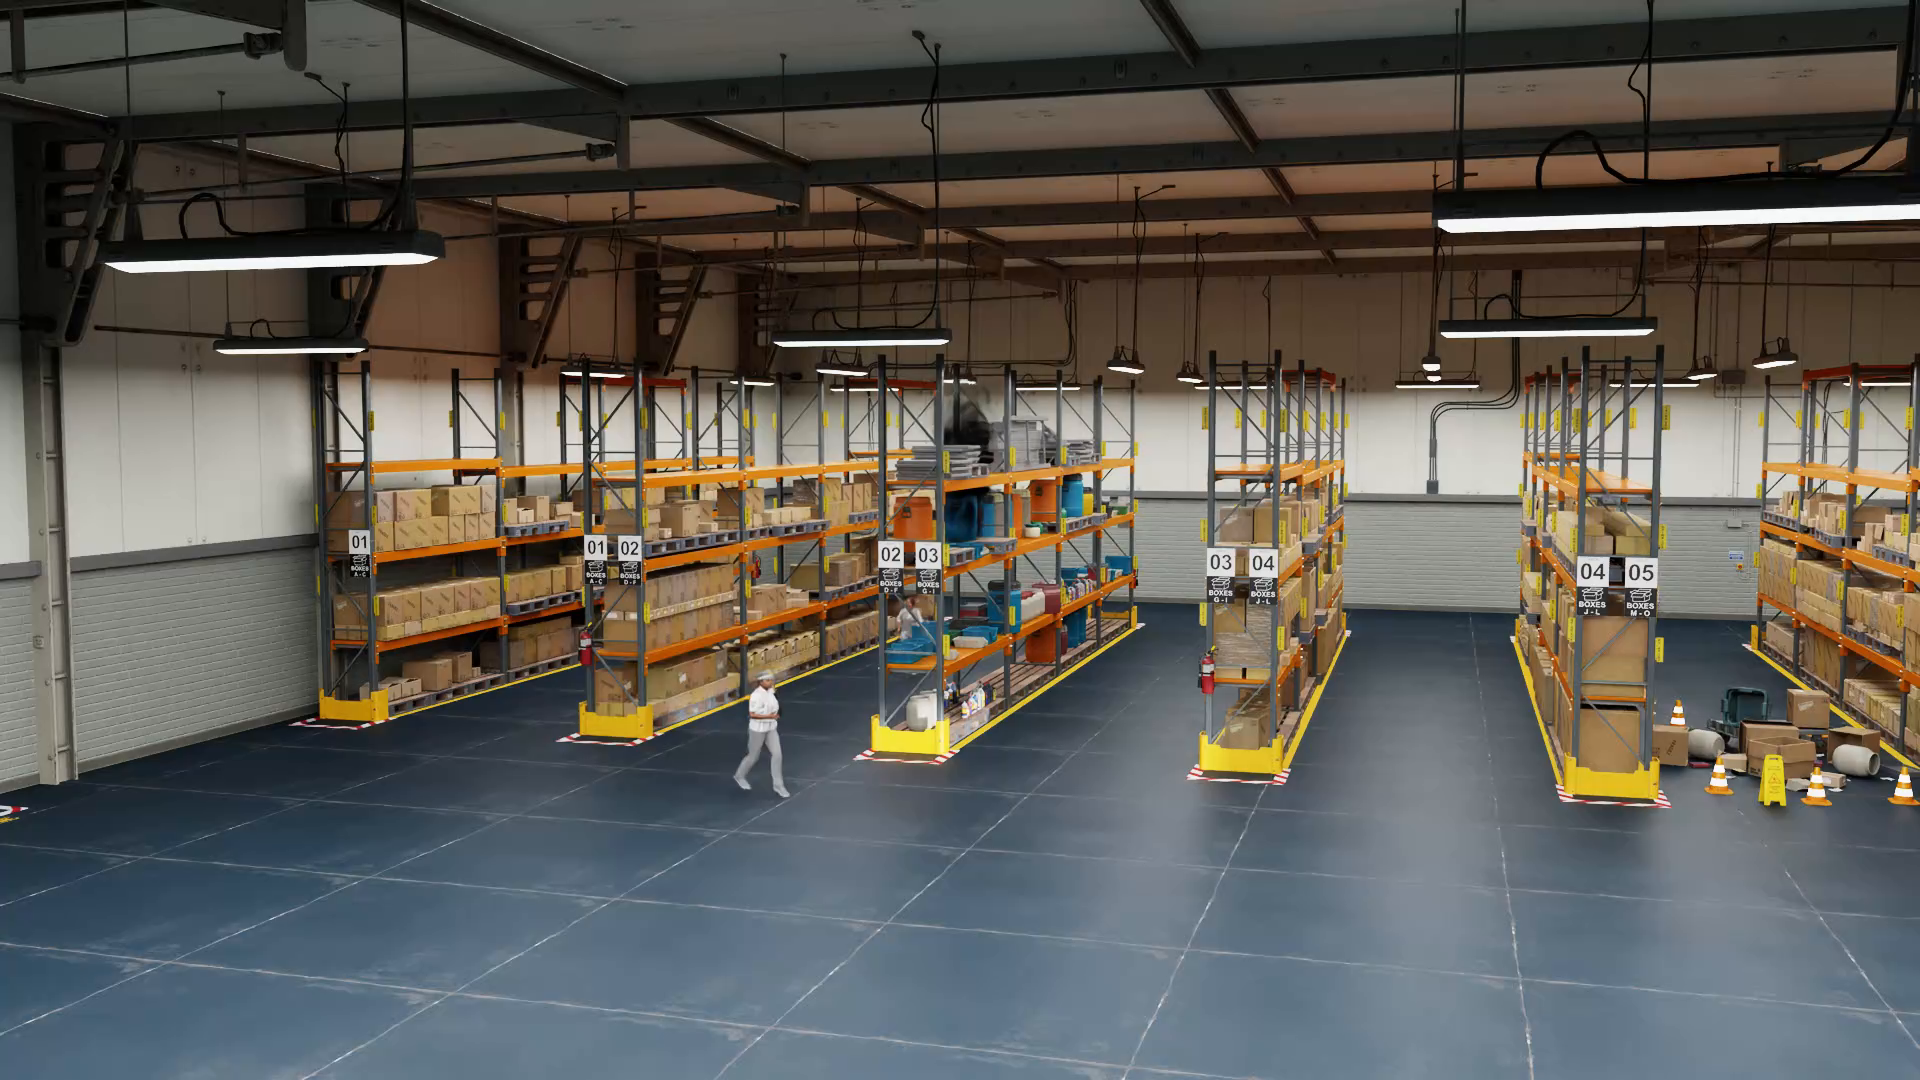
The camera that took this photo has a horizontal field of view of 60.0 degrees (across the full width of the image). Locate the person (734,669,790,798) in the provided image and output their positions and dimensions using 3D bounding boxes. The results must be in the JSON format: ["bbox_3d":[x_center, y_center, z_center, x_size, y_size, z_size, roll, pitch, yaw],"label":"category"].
[{"bbox_3d":[-2.662,2.561,22.266,0.898,1.709,0.539,3,5,40],"label":"person"}]

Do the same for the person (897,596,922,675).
[{"bbox_3d":[-0.974,1.861,32.090,0.524,1.558,0.859,0,4,5],"label":"person"}]
